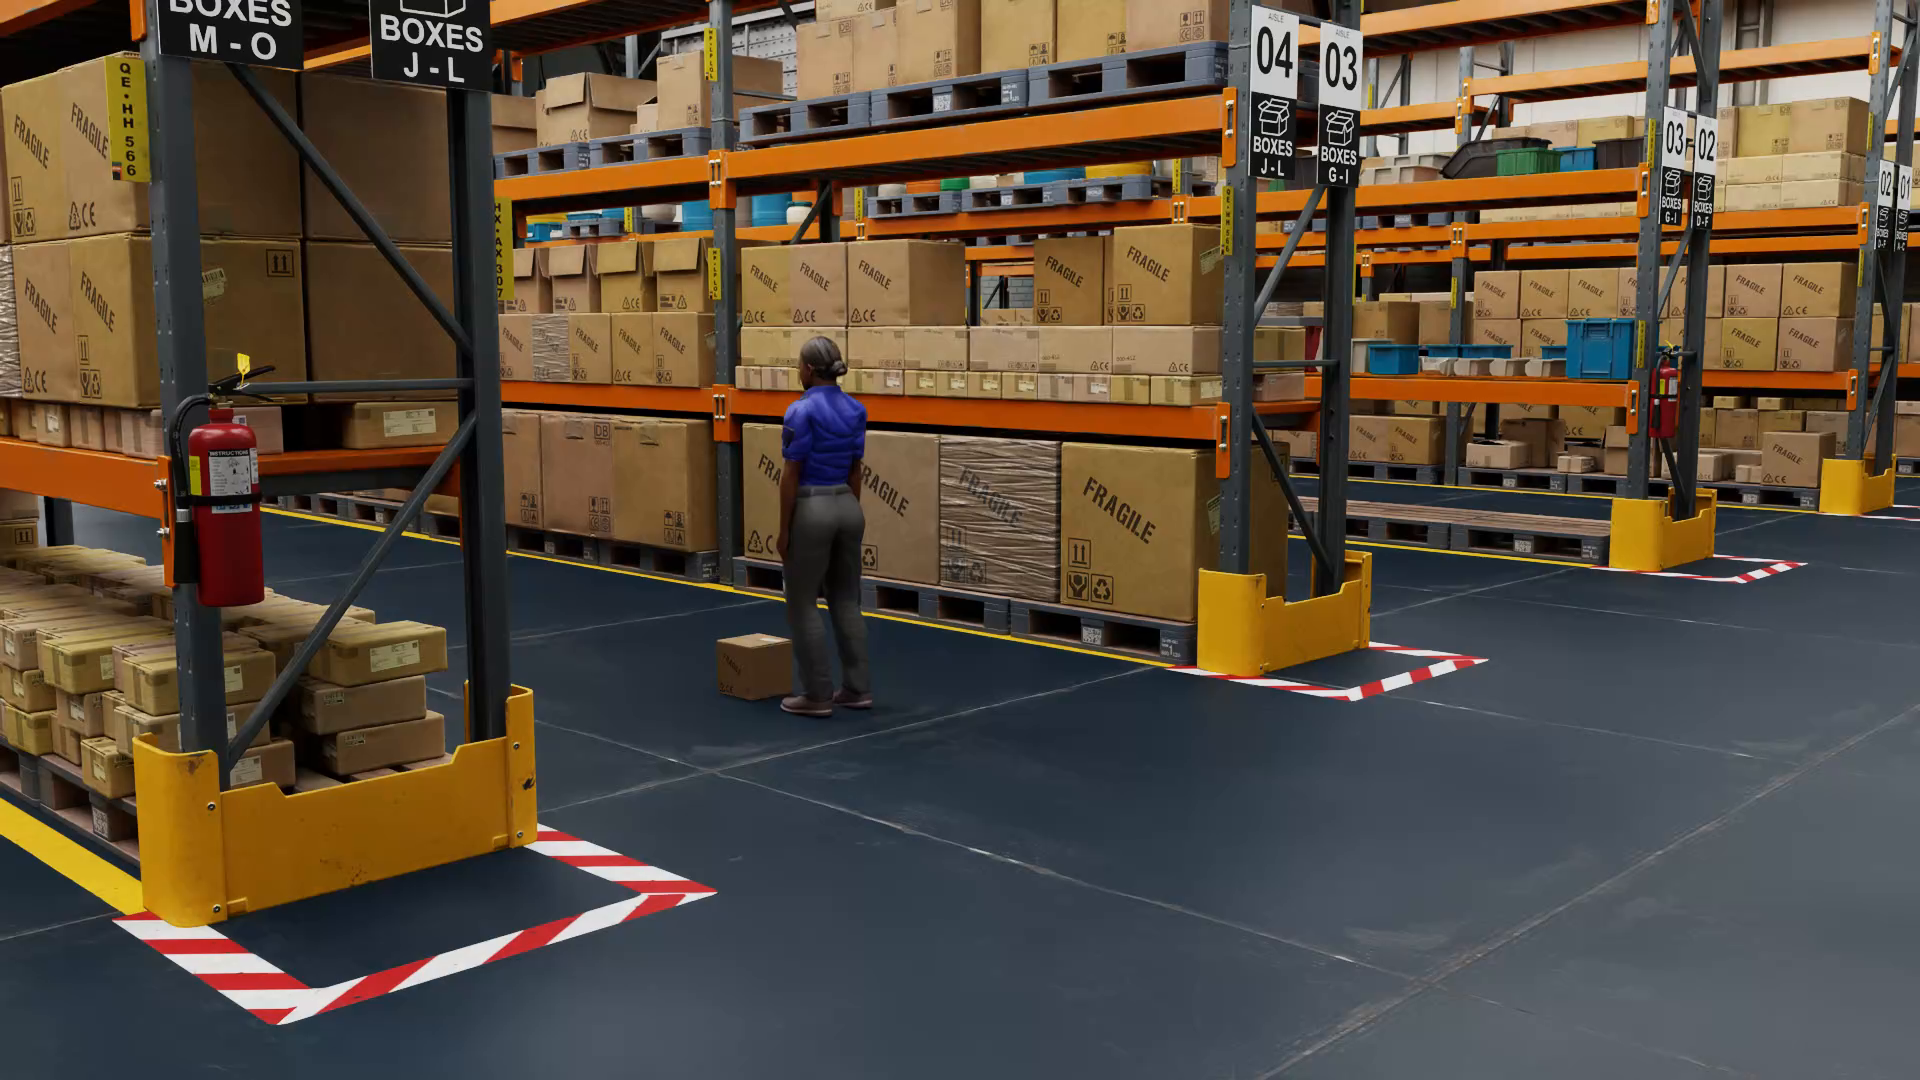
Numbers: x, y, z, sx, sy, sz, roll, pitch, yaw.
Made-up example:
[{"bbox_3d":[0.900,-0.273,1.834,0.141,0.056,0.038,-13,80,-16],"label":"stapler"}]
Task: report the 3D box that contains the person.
[{"bbox_3d":[-0.612,-0.058,7.293,0.437,1.663,0.299,-7,10,-44],"label":"person"}]
